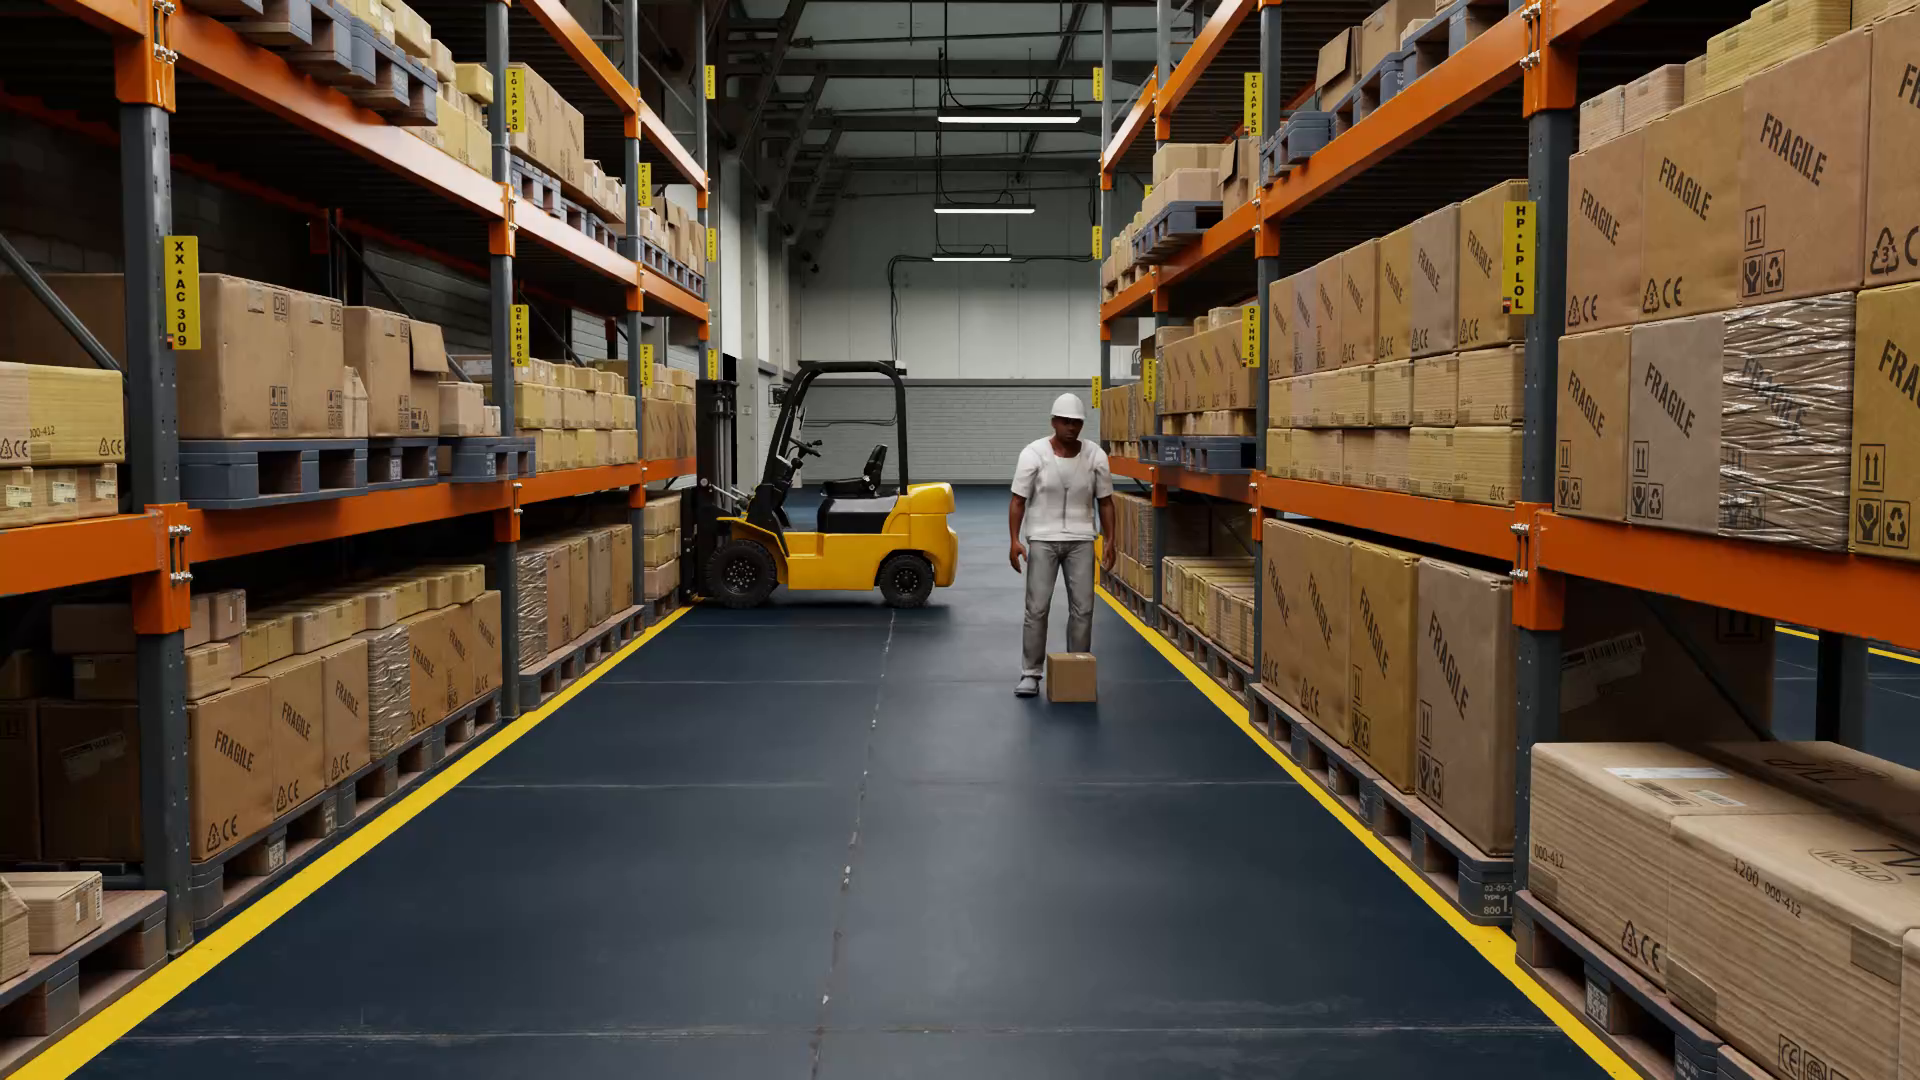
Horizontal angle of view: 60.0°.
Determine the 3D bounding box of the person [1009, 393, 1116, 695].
[{"bbox_3d":[0.601,0.023,9.741,0.638,1.761,0.458,0,4,-5],"label":"person"}]
